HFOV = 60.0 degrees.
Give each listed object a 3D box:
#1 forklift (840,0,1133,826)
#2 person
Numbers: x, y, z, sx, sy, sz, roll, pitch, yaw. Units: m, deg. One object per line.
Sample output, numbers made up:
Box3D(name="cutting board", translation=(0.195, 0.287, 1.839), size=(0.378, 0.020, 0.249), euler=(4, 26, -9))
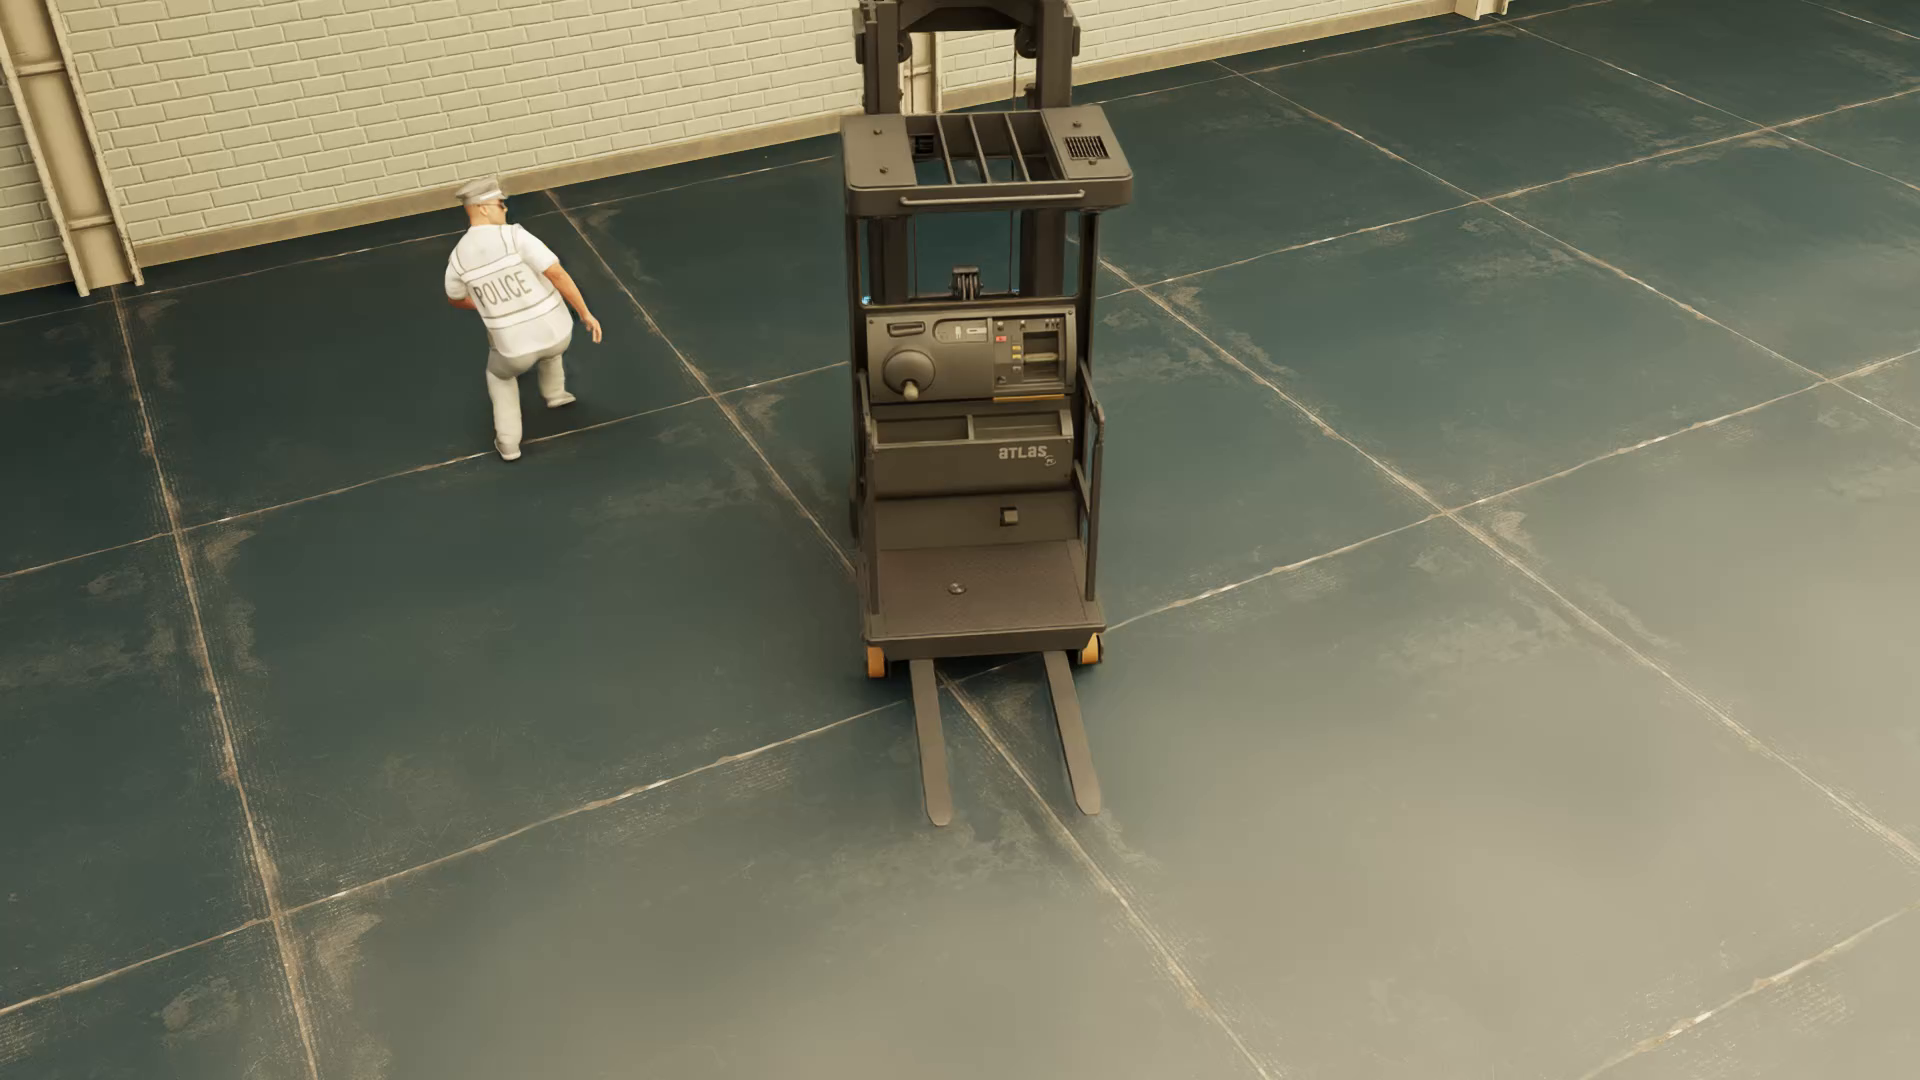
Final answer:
Box3D(name="forklift", translation=(0.077, -0.760, 7.199), size=(1.130, 2.935, 3.031), euler=(-3, 35, -5))
Box3D(name="person", translation=(-2.386, -1.239, 9.115), size=(0.774, 1.539, 0.760), euler=(-9, 36, -12))
